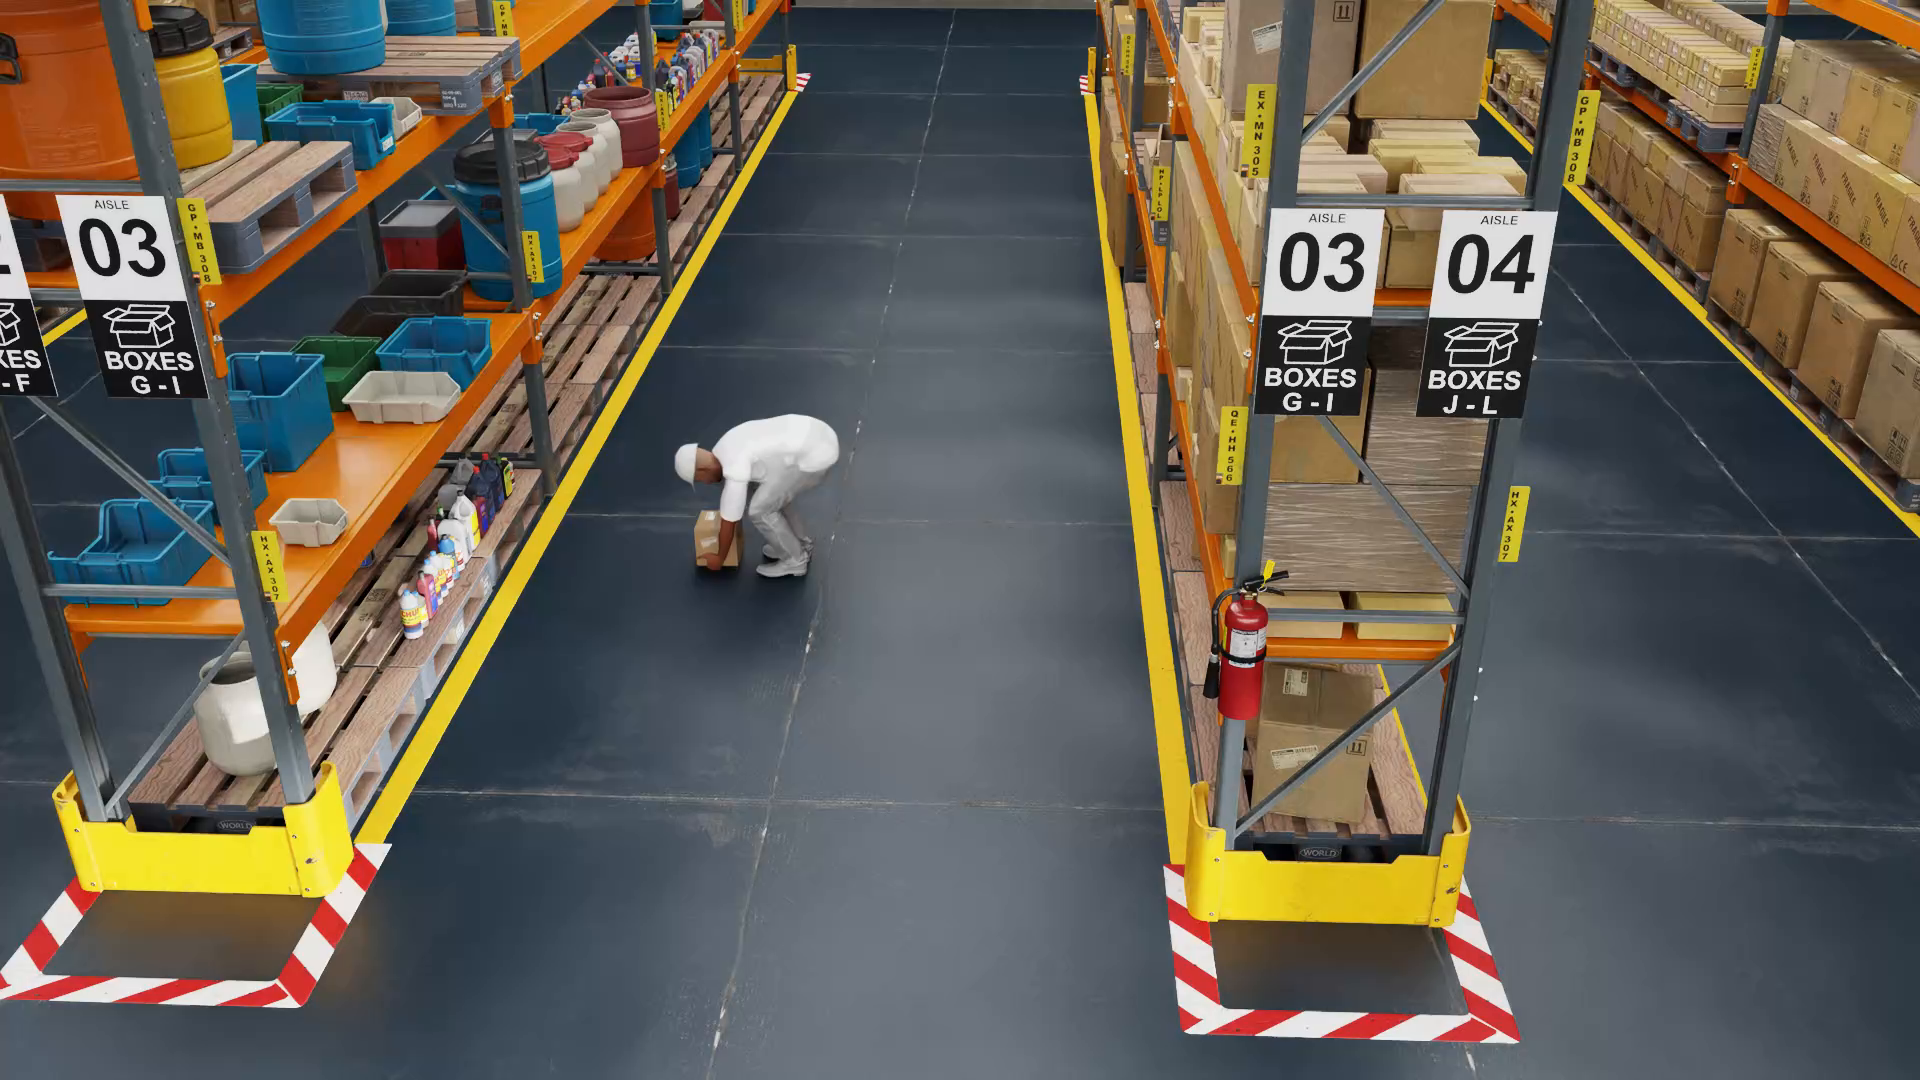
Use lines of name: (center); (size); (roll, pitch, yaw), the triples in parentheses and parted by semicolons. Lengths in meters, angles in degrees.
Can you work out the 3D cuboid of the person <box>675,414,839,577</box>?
person: (-1.203, -0.271, 9.962); (0.973, 0.967, 0.501); (0, 28, -1)
